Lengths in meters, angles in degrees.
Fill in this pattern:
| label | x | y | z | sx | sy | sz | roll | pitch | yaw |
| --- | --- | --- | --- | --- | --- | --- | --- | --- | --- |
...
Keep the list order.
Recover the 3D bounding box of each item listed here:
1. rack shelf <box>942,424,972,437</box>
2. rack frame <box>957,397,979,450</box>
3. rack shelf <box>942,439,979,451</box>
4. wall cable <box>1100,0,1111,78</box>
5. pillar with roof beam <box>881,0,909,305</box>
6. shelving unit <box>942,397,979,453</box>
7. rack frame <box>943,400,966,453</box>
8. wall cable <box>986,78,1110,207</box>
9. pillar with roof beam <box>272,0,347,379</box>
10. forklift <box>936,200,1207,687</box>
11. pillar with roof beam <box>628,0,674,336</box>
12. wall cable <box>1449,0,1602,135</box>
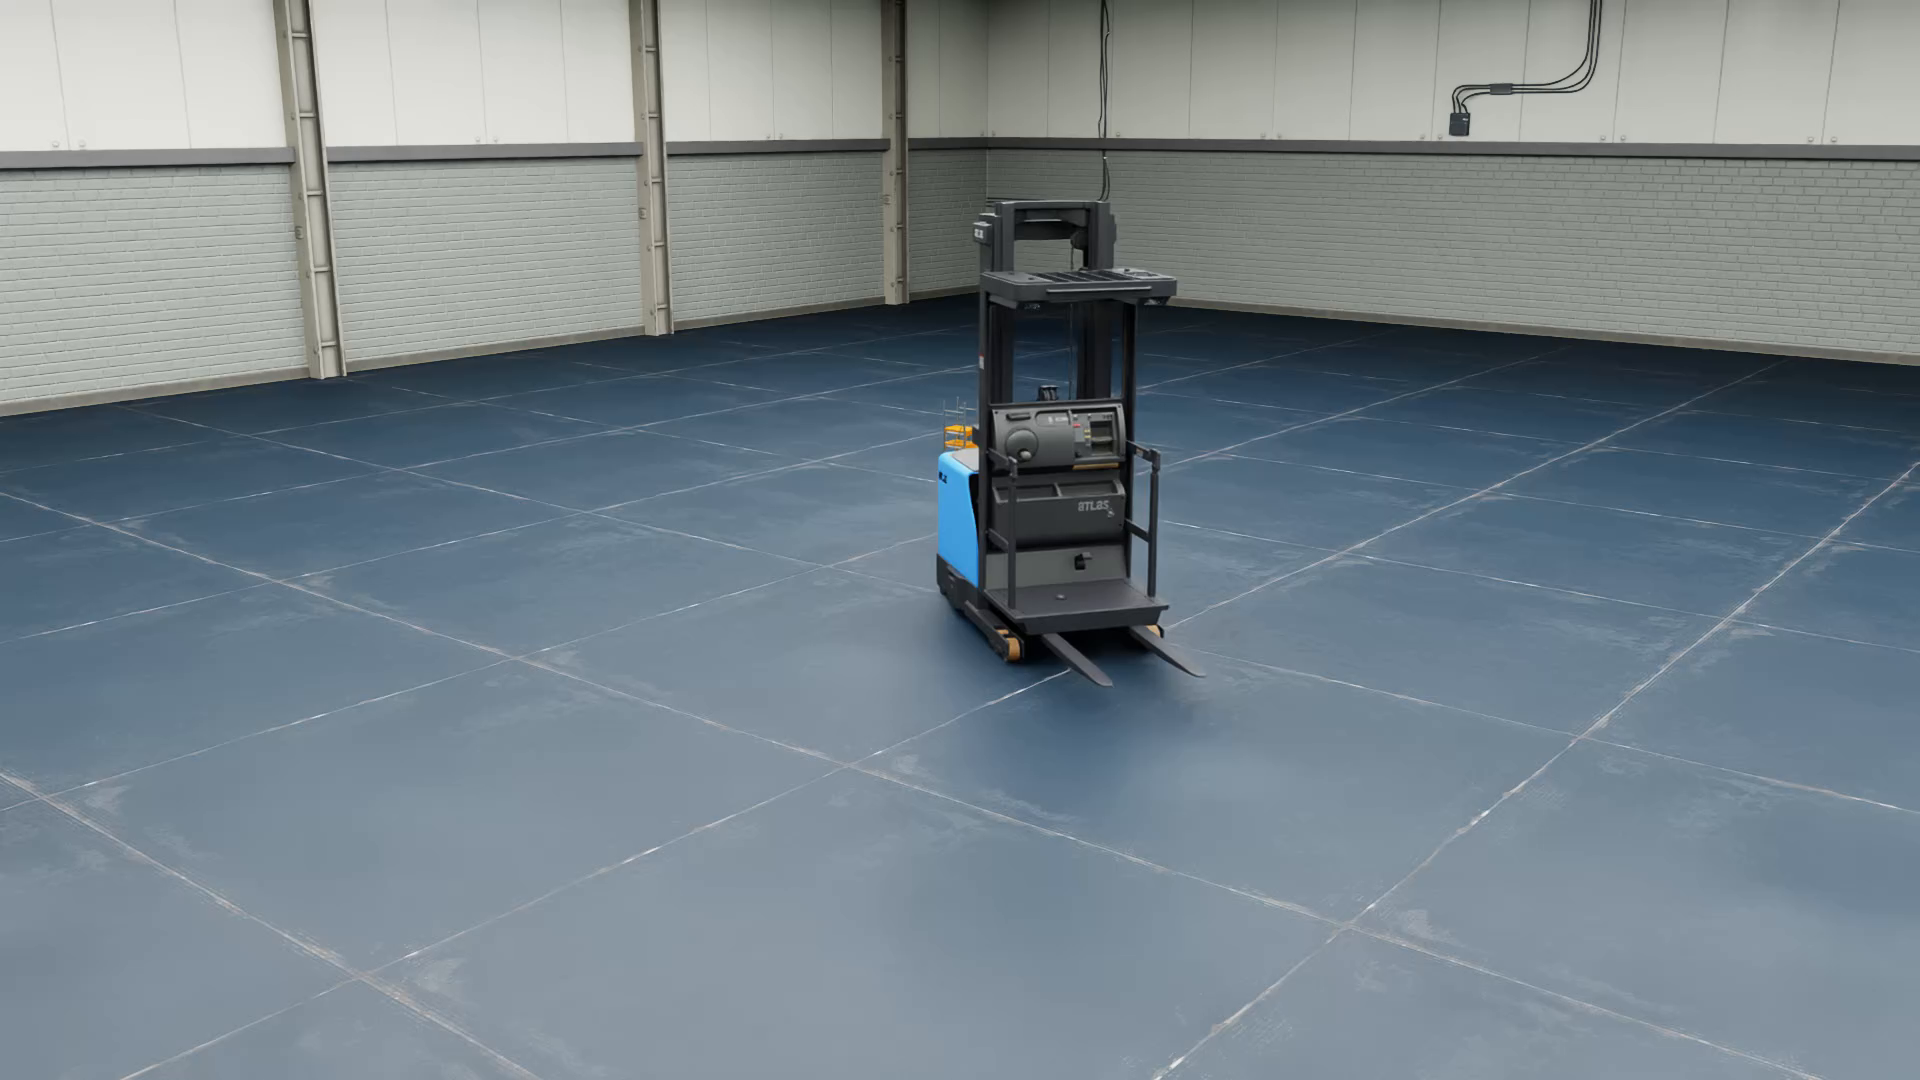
| label | x | y | z | sx | sy | sz | roll | pitch | yaw |
| --- | --- | --- | --- | --- | --- | --- | --- | --- | --- |
| rack shelf | 0.009 | -0.890 | 13.908 | 0.258 | 0.103 | 0.180 | 11 | 18 | 38 |
| rack frame | 0.067 | -0.602 | 14.055 | 0.240 | 1.200 | 0.006 | 11 | 18 | 38 |
| rack shelf | 0.009 | -0.774 | 13.938 | 0.258 | 0.103 | 0.180 | 11 | 18 | 38 |
| wall cable | 3.764 | -9.812 | 30.520 | 3.097 | 2.526 | 0.112 | 11 | 18 | 38 |
| pillar with roof beam | 2.128 | -8.262 | 28.370 | 9.100 | 9.000 | 0.400 | 11 | 18 | 38 |
| shelving unit | 0.009 | -0.584 | 13.986 | 0.258 | 1.200 | 0.189 | 11 | 18 | 38 |
| rack frame | -0.048 | -0.567 | 13.917 | 0.240 | 1.200 | 0.006 | 11 | 18 | 38 |
| wall cable | 1.659 | -7.783 | 32.790 | 3.097 | 2.526 | 0.112 | 11 | 18 | 38 |
| pillar with roof beam | -5.414 | -5.964 | 19.324 | 9.100 | 9.000 | 0.400 | 11 | 18 | 38 |
| forklift | 0.734 | -0.722 | 11.012 | 1.130 | 2.935 | 3.031 | -4 | 15 | -16 |
| pillar with roof beam | -1.643 | -7.113 | 23.847 | 9.100 | 9.000 | 0.400 | 11 | 18 | 38 |
| wall cable | 9.034 | -9.464 | 26.194 | 2.305 | 6.003 | 0.169 | 11 | 18 | 38 |
